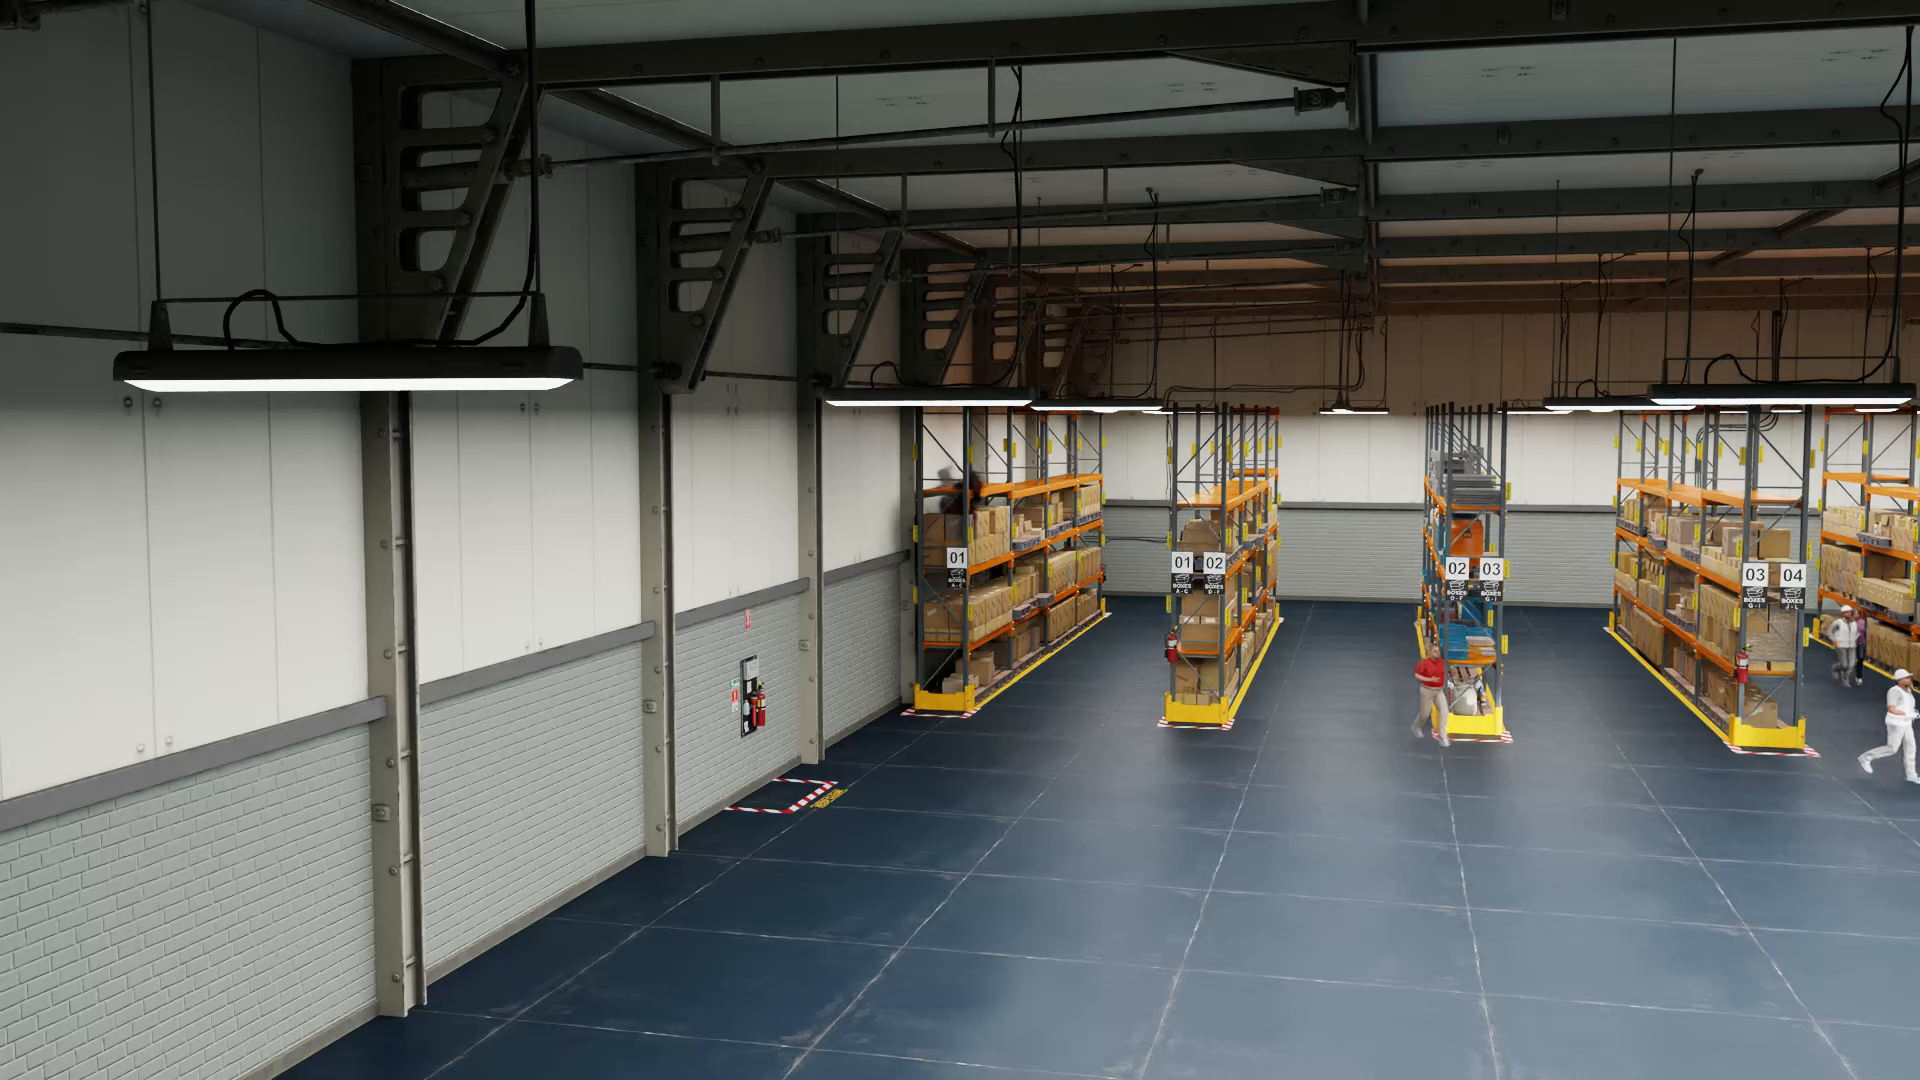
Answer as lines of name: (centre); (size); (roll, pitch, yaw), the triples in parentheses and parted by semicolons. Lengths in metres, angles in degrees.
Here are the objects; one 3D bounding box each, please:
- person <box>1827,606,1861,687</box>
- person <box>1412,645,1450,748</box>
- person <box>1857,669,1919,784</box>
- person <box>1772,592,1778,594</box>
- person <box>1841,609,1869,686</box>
person: (18.770, 2.252, 35.338); (0.605, 1.728, 0.597); (0, 4, 1)
person: (8.280, 2.711, 29.227); (0.689, 1.755, 0.936); (-1, 4, -16)
person: (14.707, 2.906, 26.137); (0.692, 1.784, 0.970); (-4, 6, -41)
person: (20.965, 1.649, 43.083); (0.745, 1.752, 0.956); (1, 4, 13)
person: (19.289, 2.278, 35.834); (0.548, 1.628, 0.851); (1, 4, 15)
